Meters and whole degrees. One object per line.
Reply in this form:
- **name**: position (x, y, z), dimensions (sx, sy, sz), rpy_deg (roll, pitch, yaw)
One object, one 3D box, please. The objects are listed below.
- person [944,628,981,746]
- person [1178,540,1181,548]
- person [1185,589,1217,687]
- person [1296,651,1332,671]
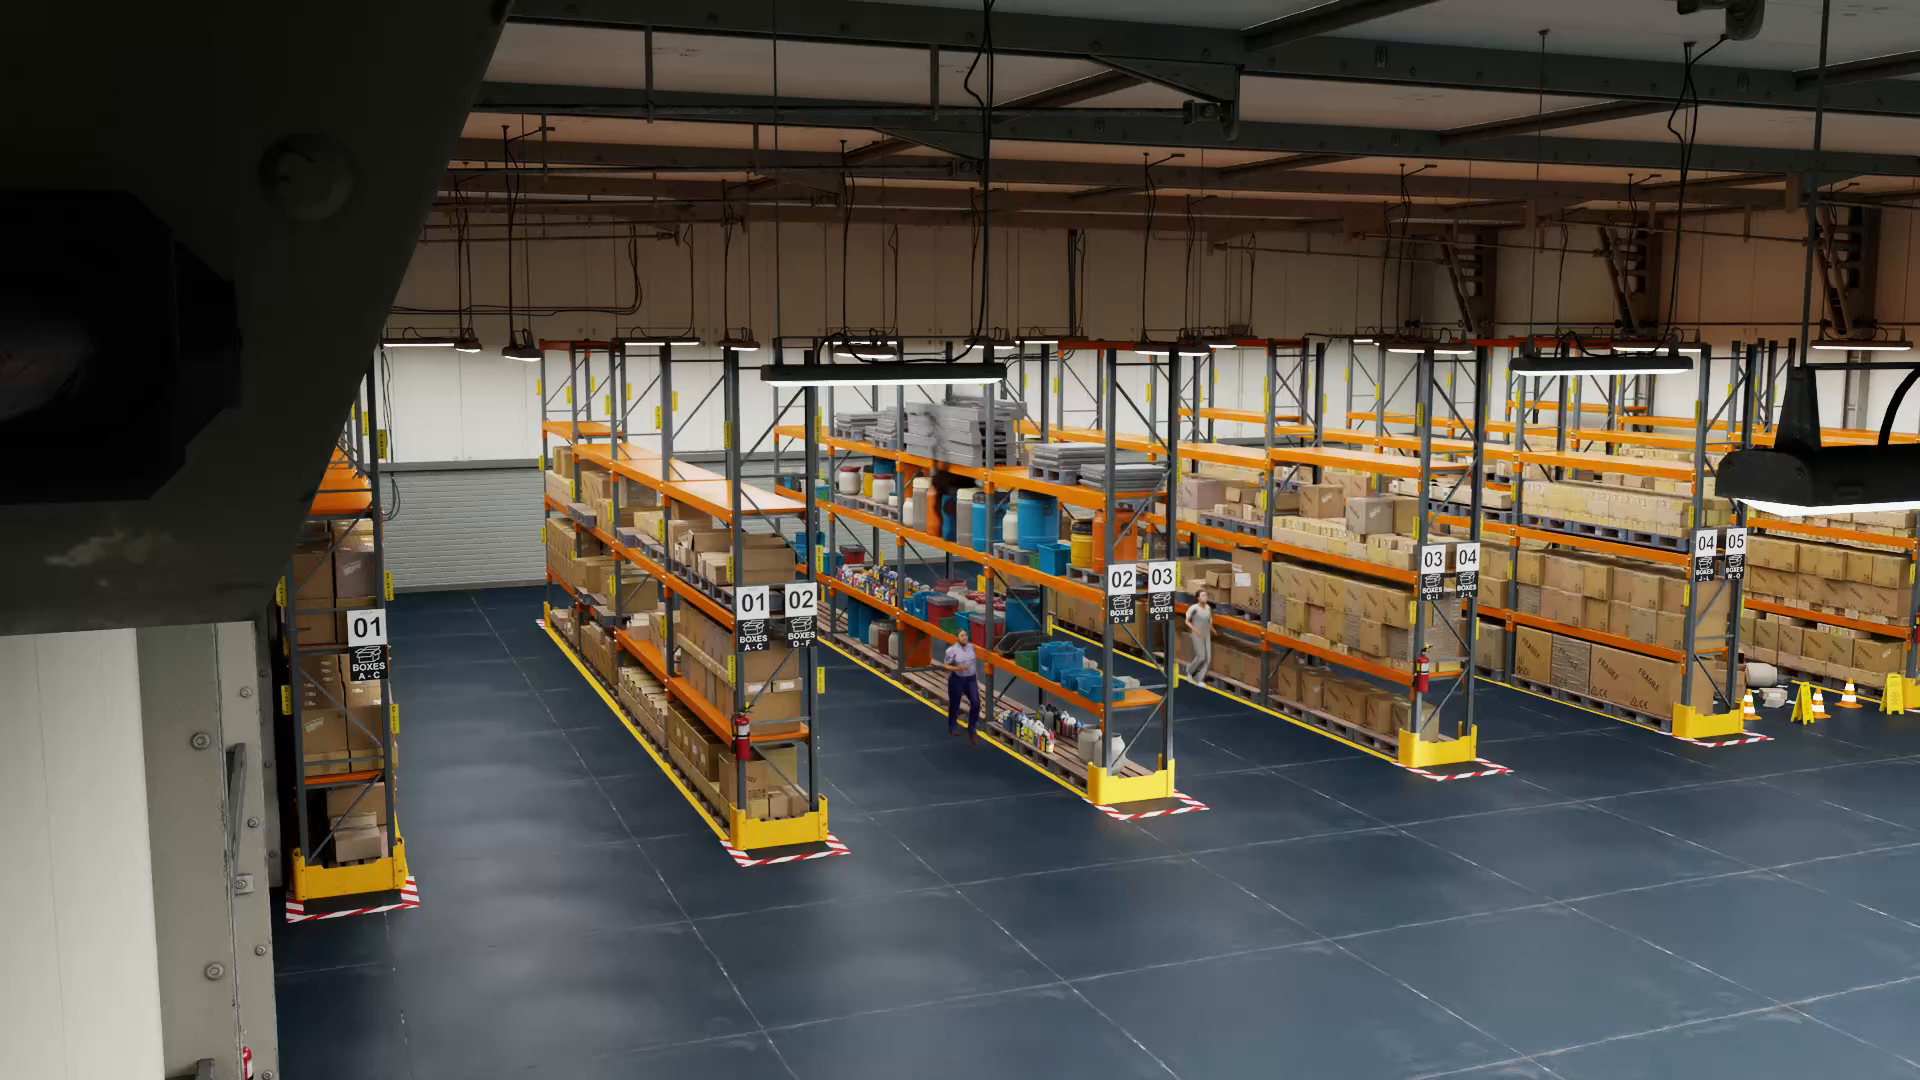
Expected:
- **person**: position (0.036, 2.116, 24.152), dimensions (0.583, 1.707, 0.725), rpy_deg (-3, 8, -21)
- **person**: position (5.328, 0.159, 41.709), dimensions (0.548, 1.527, 0.631), rpy_deg (-1, 7, -4)
- **person**: position (4.011, 1.624, 27.767), dimensions (0.549, 1.636, 0.506), rpy_deg (-4, 9, -30)
- **person**: position (6.513, 1.549, 30.431), dimensions (0.594, 1.699, 0.851), rpy_deg (-4, 9, -30)
